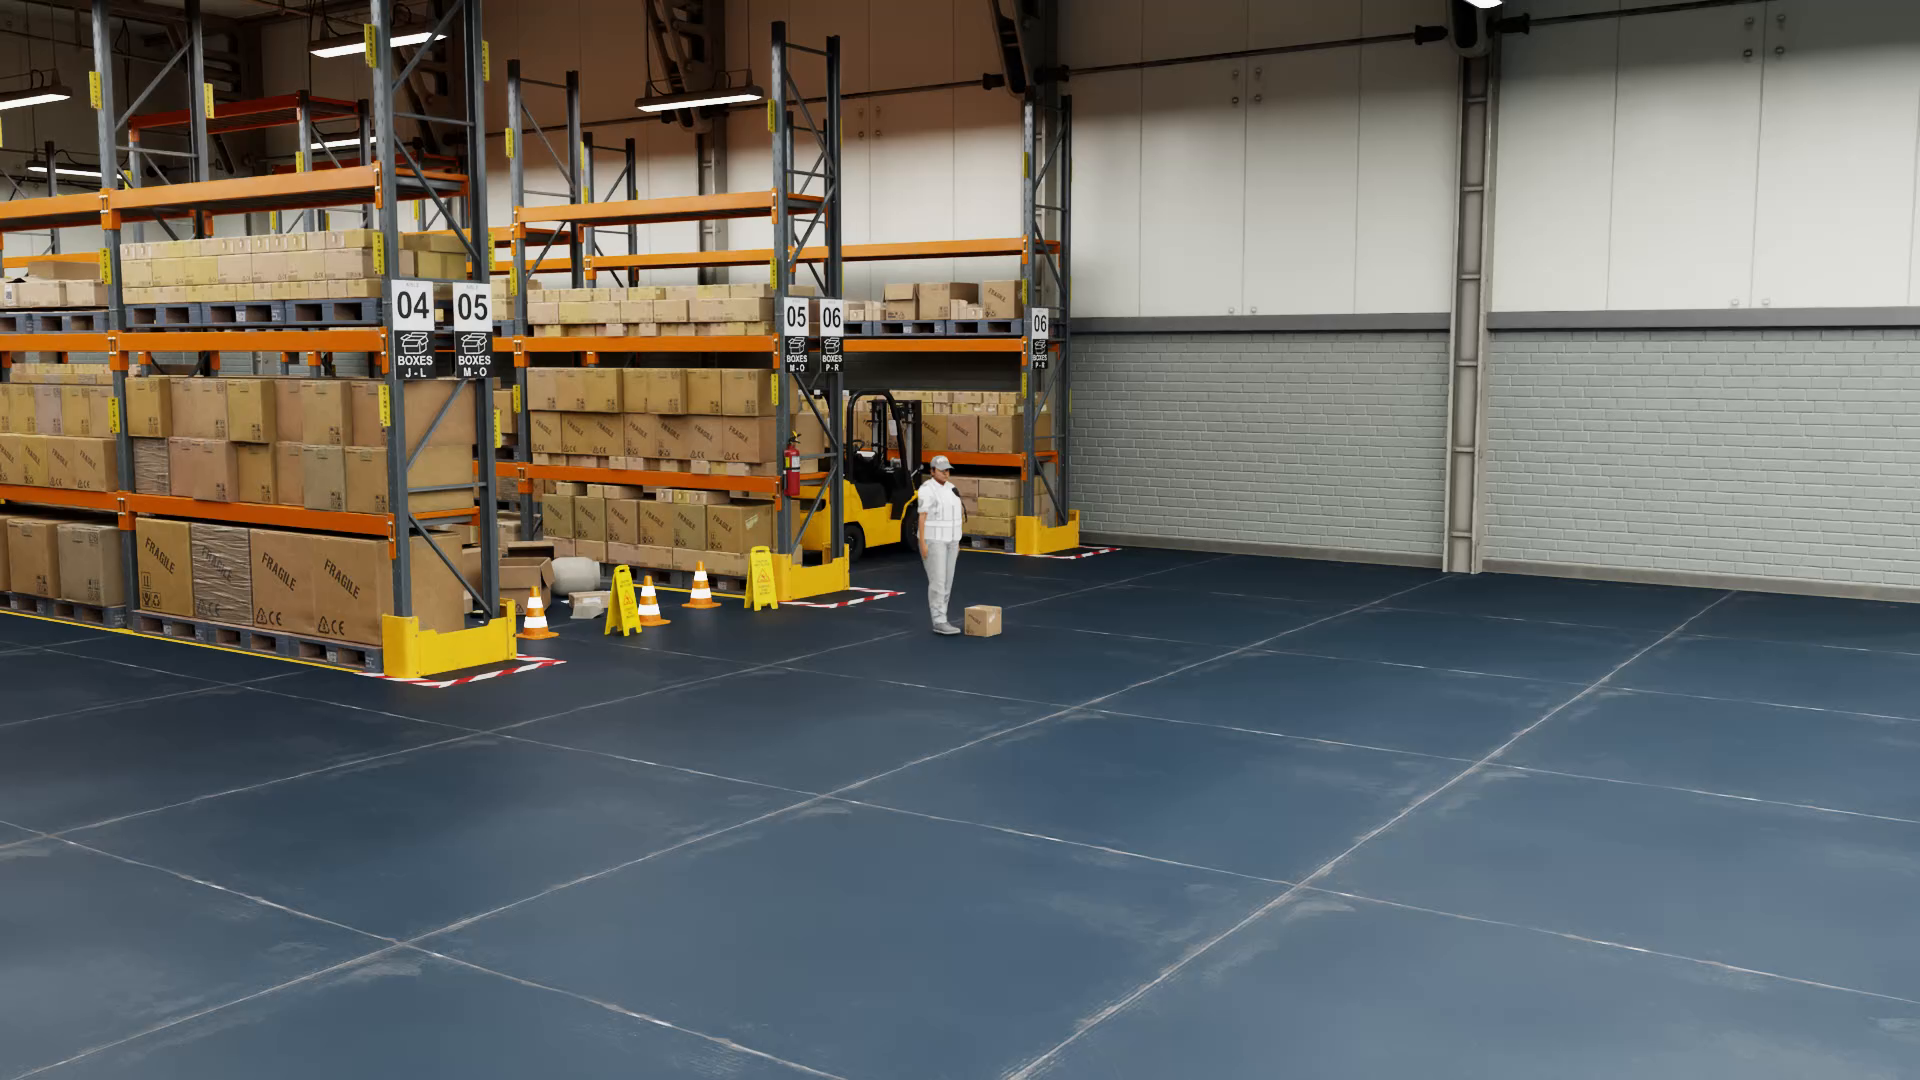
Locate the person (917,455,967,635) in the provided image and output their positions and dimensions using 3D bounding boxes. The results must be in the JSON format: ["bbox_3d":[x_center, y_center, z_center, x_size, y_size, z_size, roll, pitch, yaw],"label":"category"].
[{"bbox_3d":[-0.117,0.031,15.692,0.581,1.656,0.478,6,9,43],"label":"person"}]
